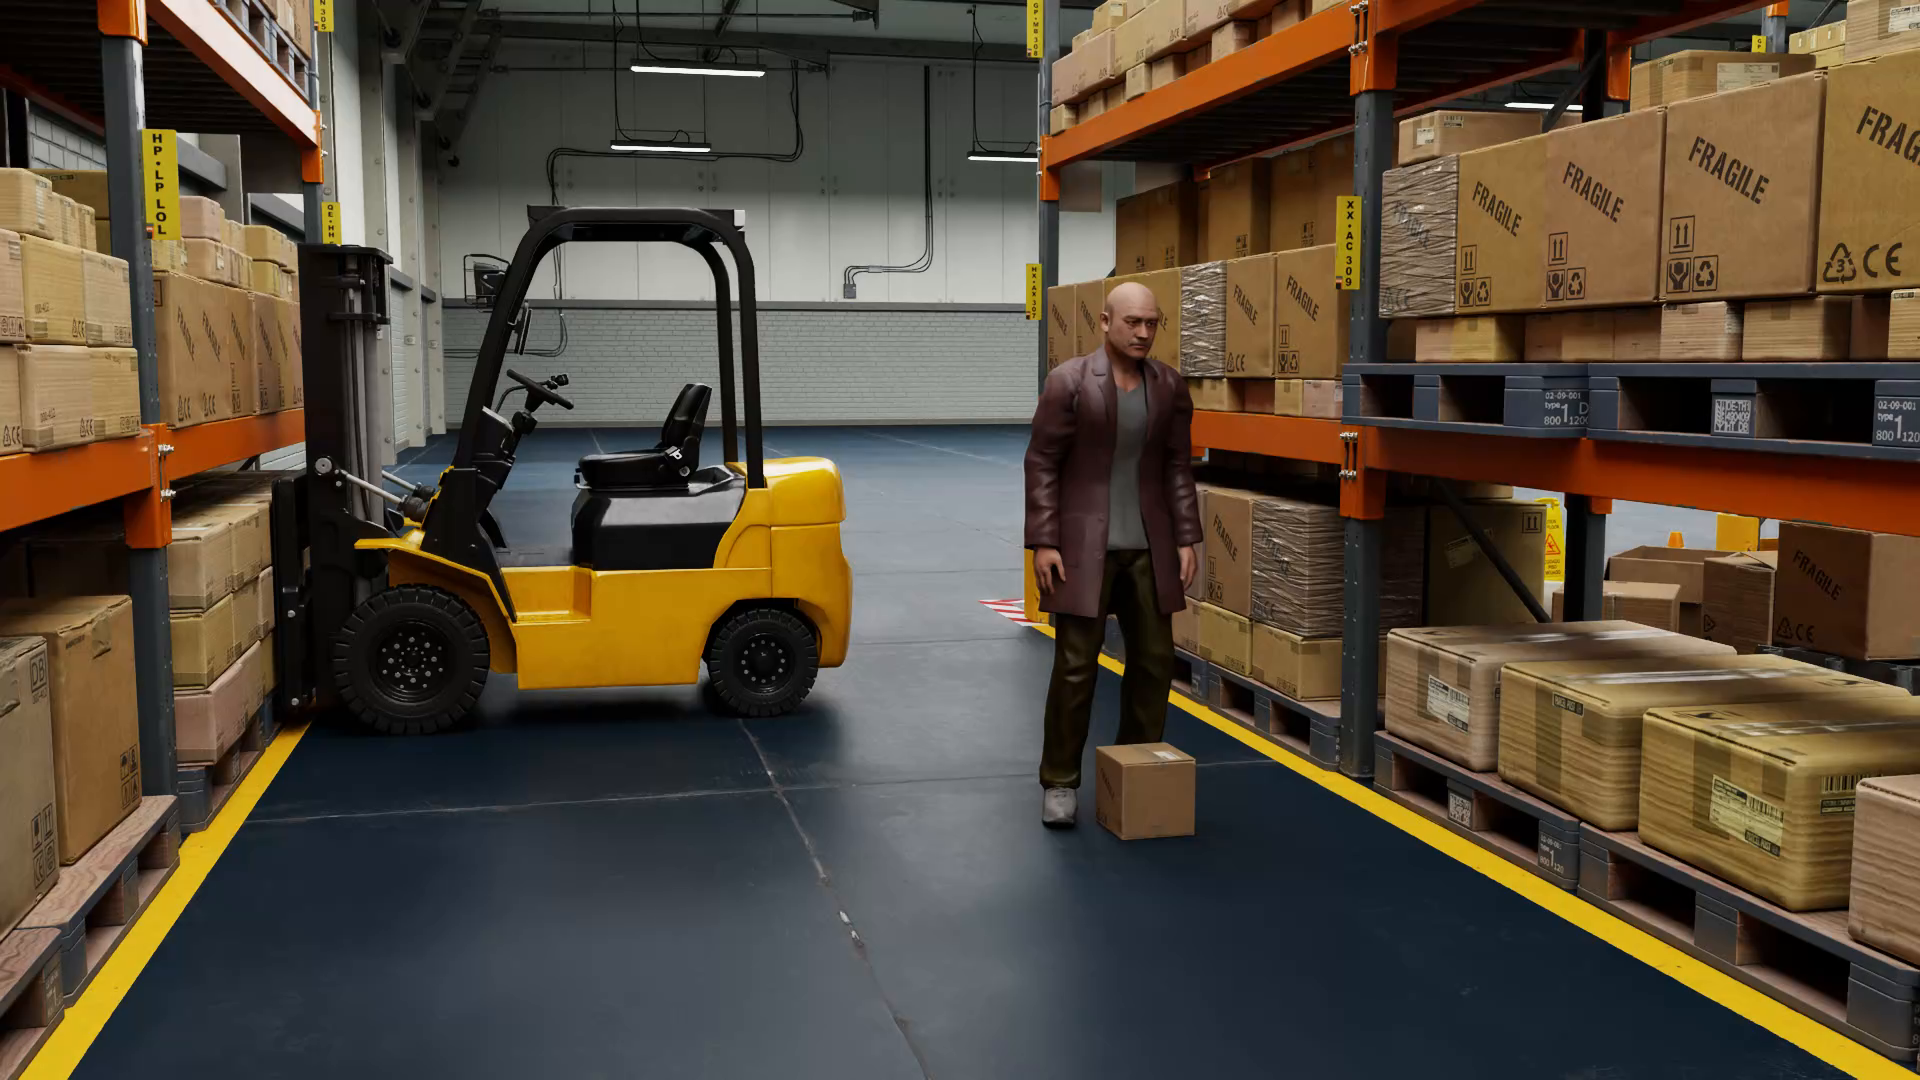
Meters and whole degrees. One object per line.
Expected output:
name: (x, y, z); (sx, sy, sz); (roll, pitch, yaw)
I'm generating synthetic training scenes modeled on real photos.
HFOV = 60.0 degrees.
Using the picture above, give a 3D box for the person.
person: (0.522, 0.035, 5.561); (0.644, 1.772, 0.433); (-2, 6, -18)
